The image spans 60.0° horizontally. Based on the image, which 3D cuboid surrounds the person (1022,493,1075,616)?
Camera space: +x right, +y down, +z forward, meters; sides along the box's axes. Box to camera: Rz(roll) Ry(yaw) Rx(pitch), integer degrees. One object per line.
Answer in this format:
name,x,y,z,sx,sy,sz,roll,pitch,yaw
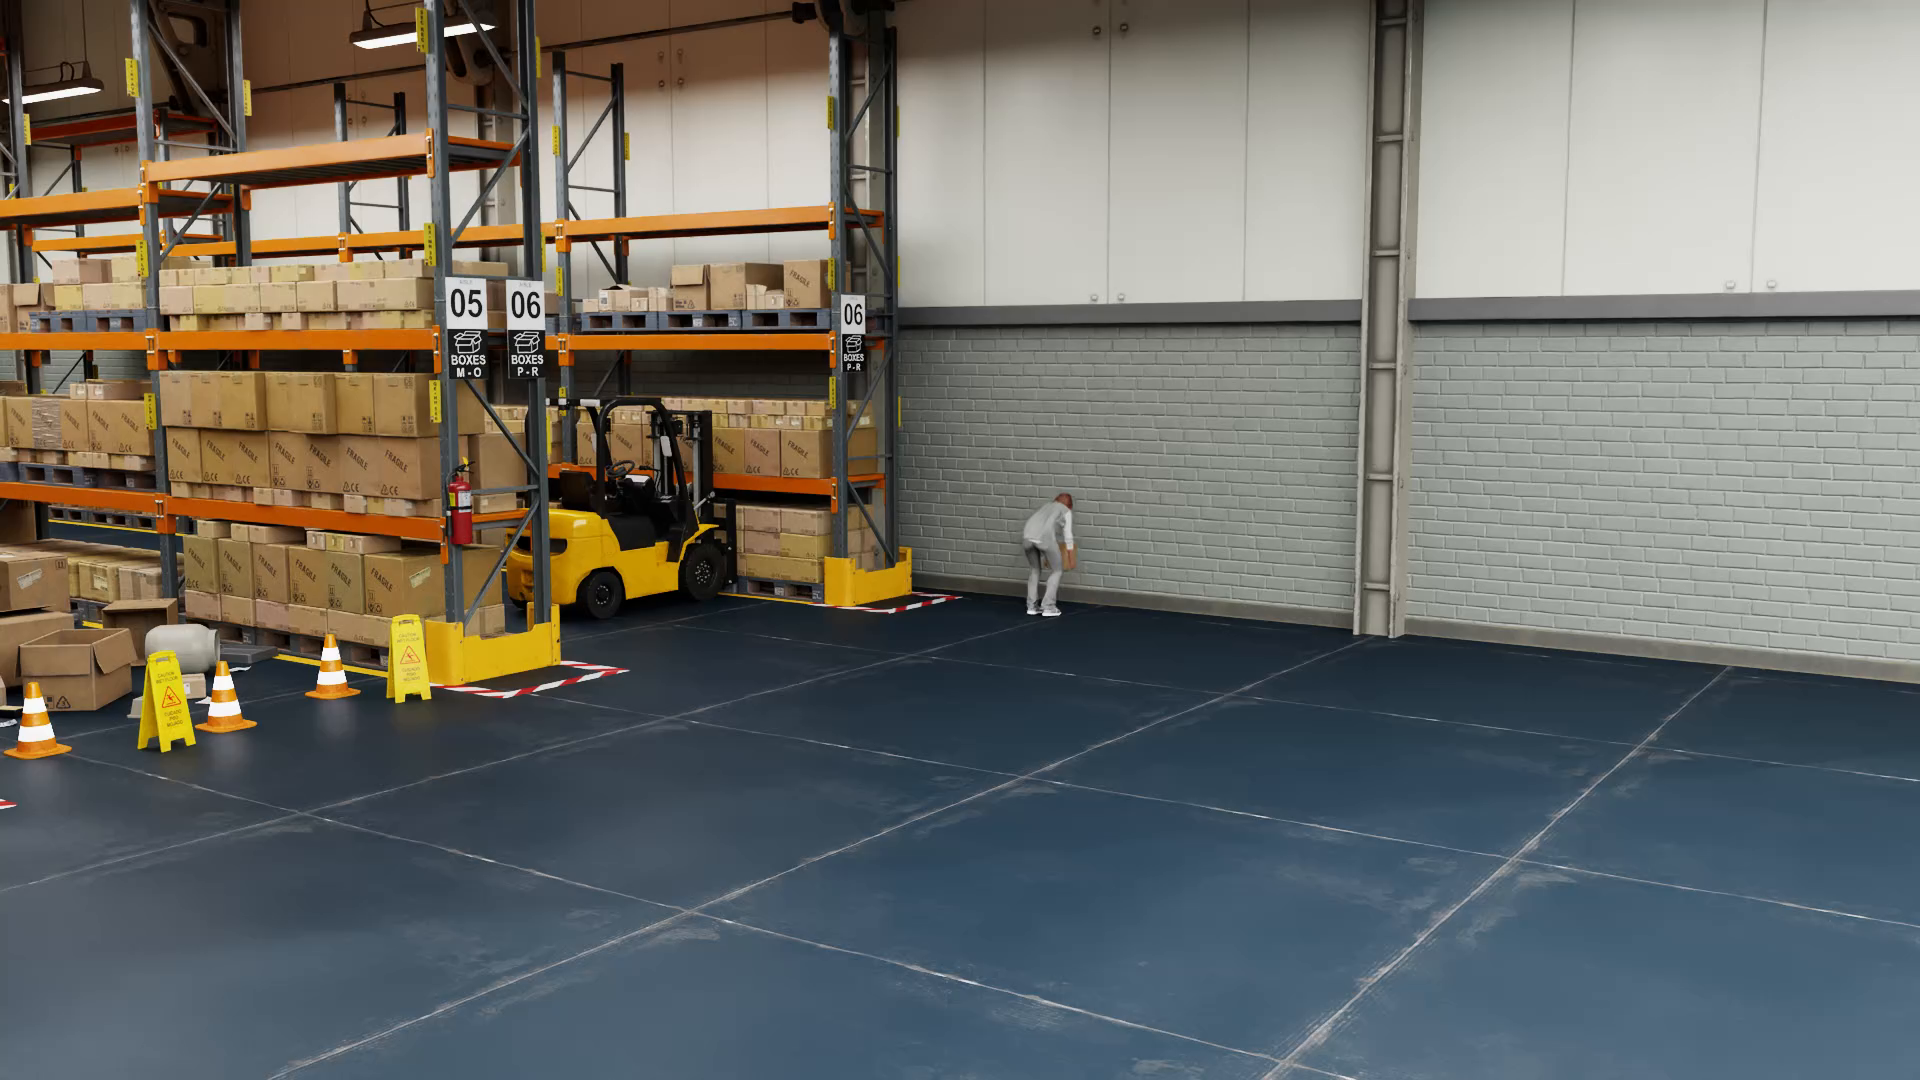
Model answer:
person,0.917,0.143,16.711,0.389,1.199,0.820,4,8,31
